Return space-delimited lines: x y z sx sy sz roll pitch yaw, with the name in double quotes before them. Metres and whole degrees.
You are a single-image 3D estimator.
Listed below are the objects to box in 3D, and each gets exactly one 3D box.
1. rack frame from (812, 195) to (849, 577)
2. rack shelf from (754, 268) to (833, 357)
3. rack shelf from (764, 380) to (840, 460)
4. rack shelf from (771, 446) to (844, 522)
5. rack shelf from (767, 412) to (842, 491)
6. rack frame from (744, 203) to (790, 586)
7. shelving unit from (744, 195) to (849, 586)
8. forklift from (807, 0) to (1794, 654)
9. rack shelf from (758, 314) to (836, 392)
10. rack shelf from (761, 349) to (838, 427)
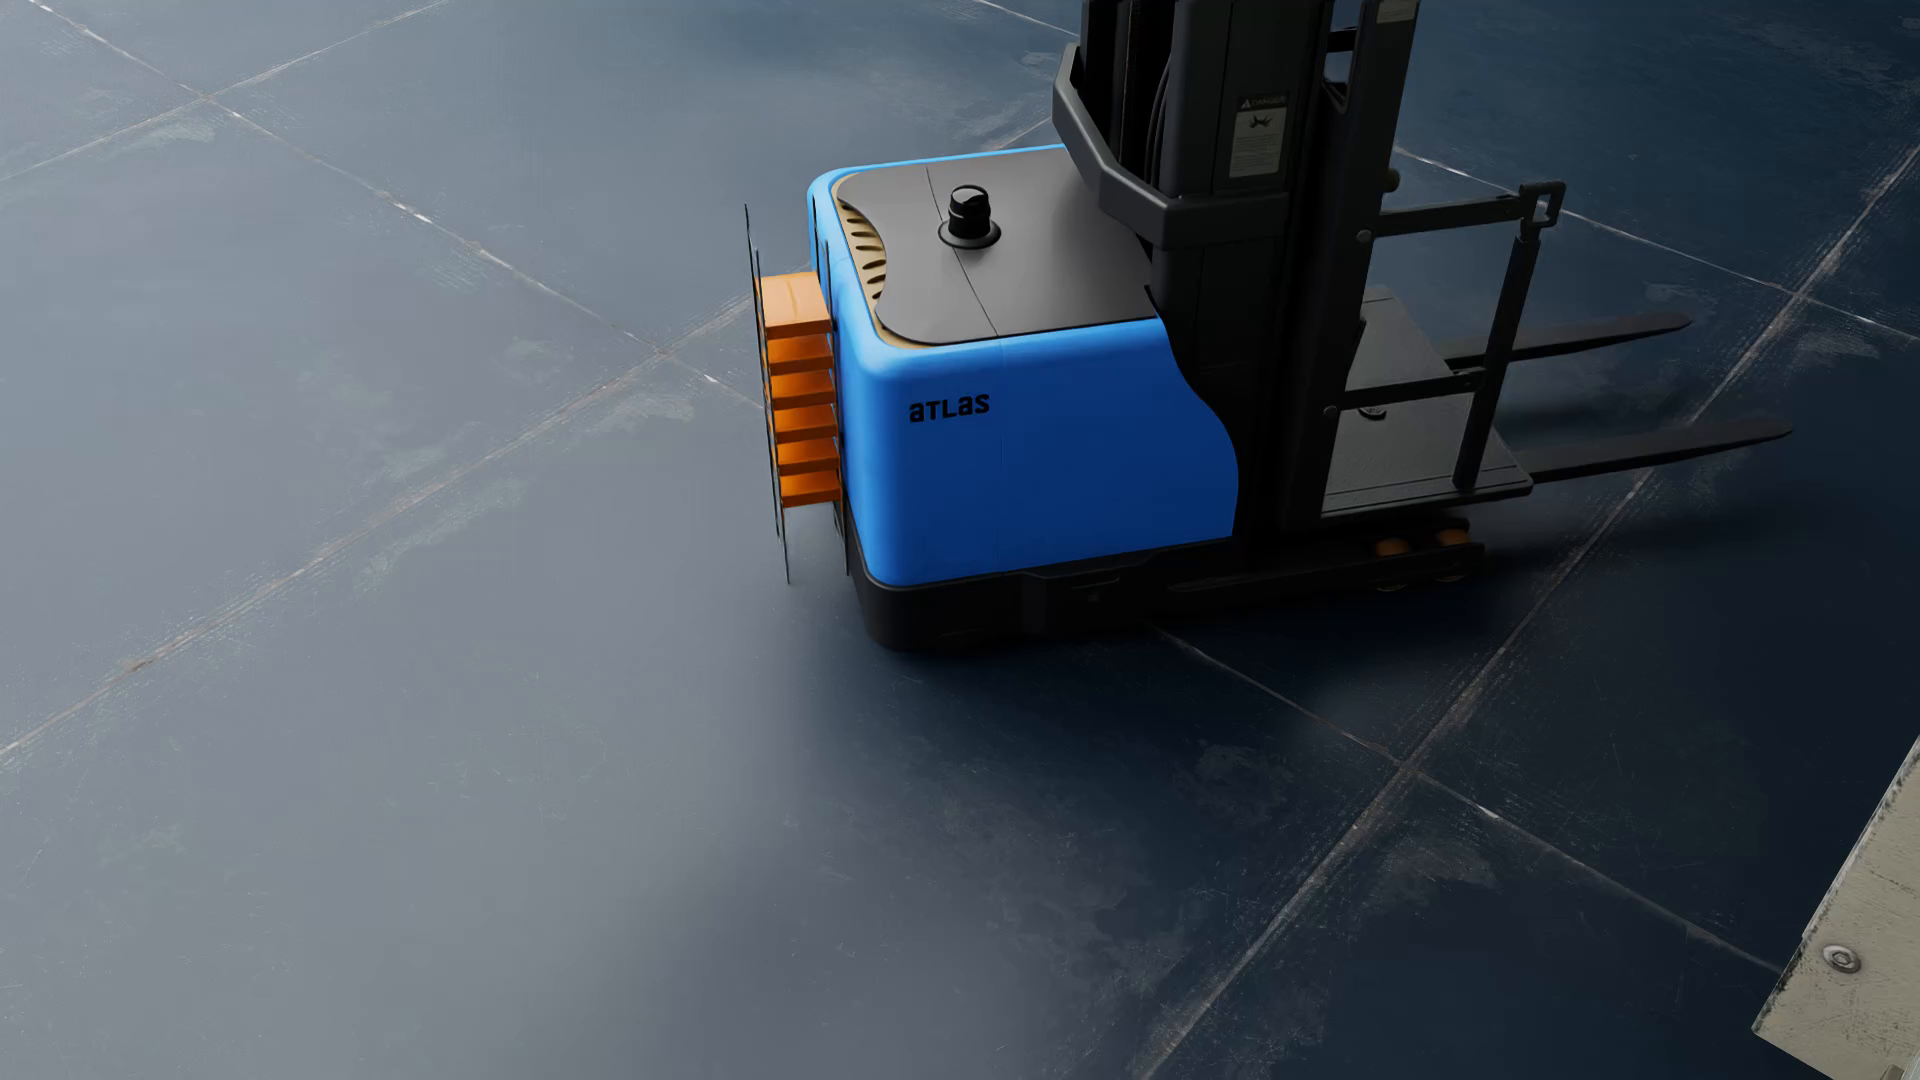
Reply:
"rack frame" -0.371 -0.408 4.807 0.006 1.200 0.240 -9 43 -9
"rack shelf" -0.461 -0.628 4.580 0.180 0.103 0.258 -9 43 -9
"rack shelf" -0.461 -0.362 4.822 0.180 0.103 0.258 -9 43 -9
"rack shelf" -0.461 -0.184 4.984 0.180 0.103 0.258 -9 43 -9
"rack shelf" -0.461 -0.273 4.903 0.180 0.103 0.258 -9 43 -9
"rack frame" -0.550 -0.381 4.778 0.006 1.200 0.240 -9 43 -9
"shelving unit" -0.461 -0.395 4.792 0.189 1.200 0.258 -9 43 -9
"forklift" 1.115 -1.267 4.465 3.031 2.935 1.130 -9 43 -9
"rack shelf" -0.461 -0.540 4.661 0.180 0.103 0.258 -9 43 -9
"rack shelf" -0.461 -0.451 4.742 0.180 0.103 0.258 -9 43 -9
